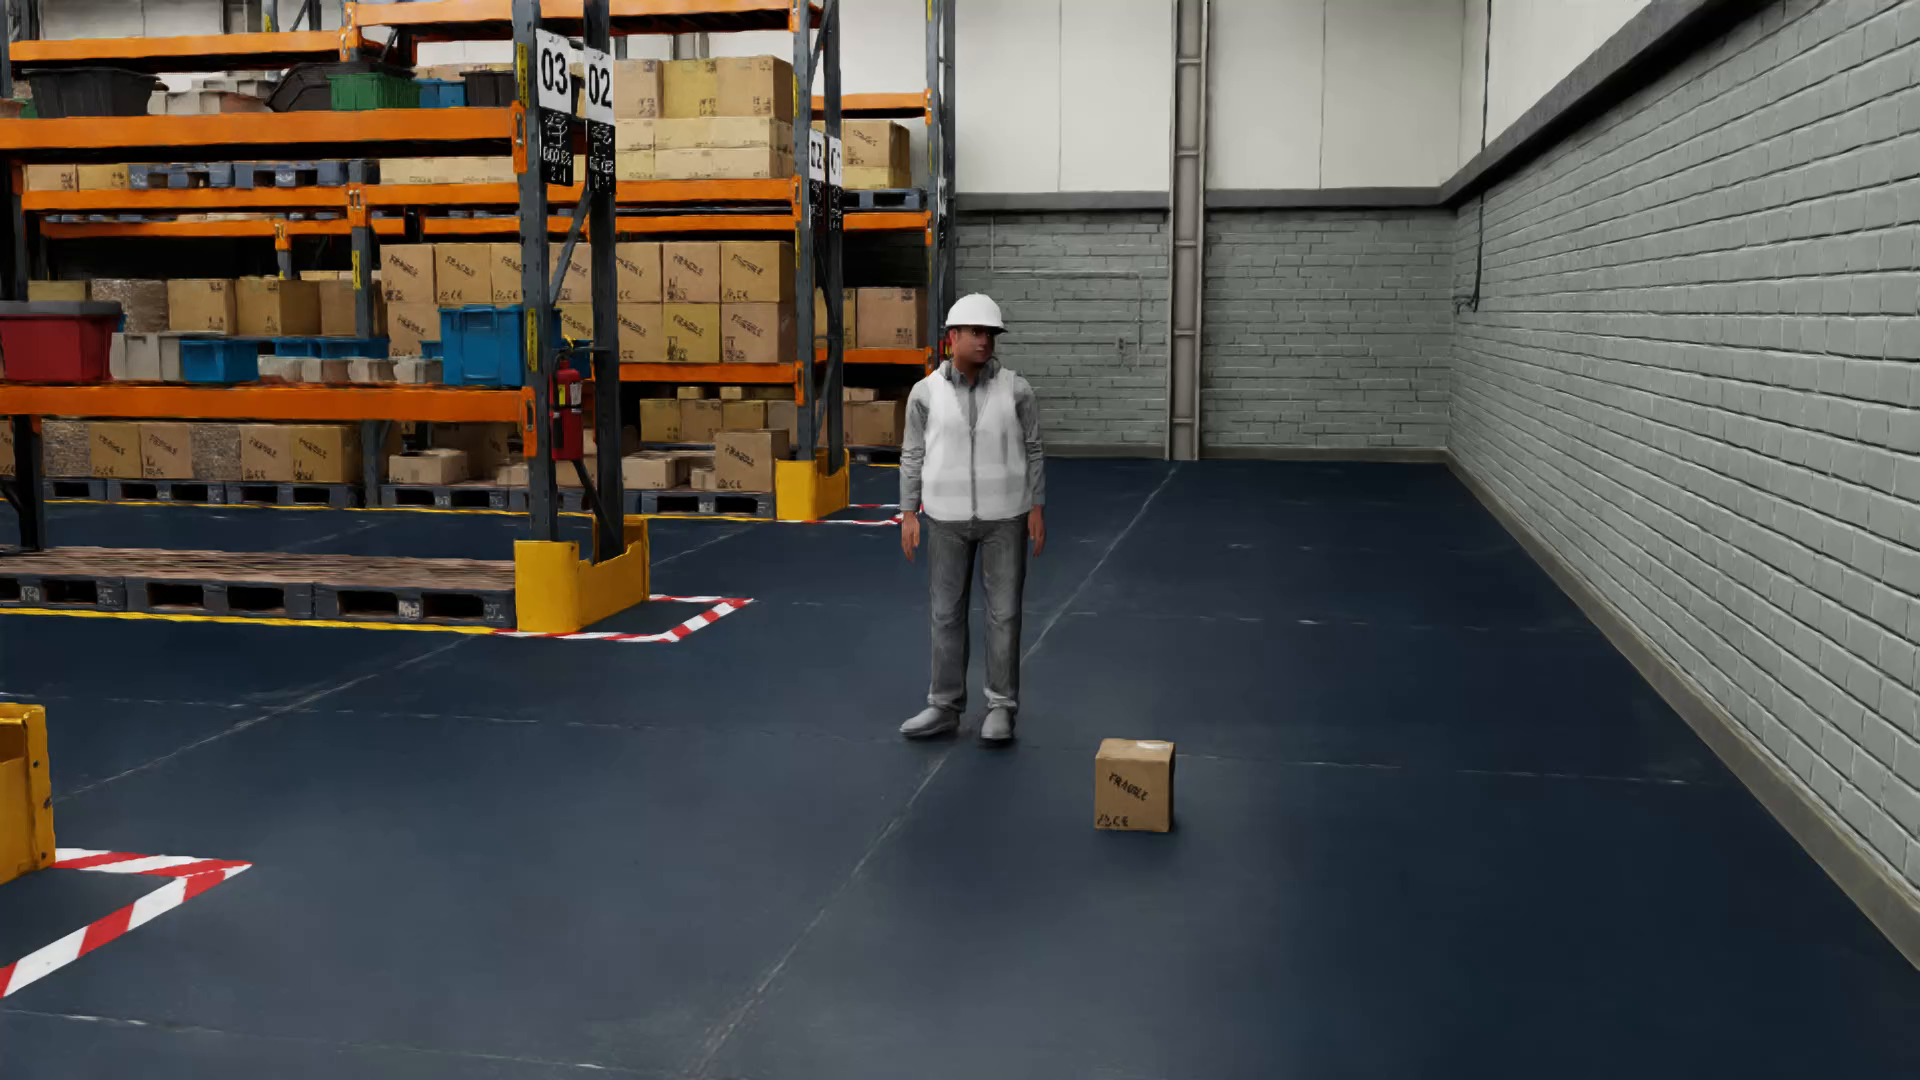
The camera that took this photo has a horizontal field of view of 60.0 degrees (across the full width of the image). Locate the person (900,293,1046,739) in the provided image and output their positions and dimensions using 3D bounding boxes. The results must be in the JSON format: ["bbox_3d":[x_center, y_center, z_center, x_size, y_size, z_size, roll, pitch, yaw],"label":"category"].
[{"bbox_3d":[0.050,-0.090,6.679,0.591,1.784,0.385,1,8,4],"label":"person"}]
